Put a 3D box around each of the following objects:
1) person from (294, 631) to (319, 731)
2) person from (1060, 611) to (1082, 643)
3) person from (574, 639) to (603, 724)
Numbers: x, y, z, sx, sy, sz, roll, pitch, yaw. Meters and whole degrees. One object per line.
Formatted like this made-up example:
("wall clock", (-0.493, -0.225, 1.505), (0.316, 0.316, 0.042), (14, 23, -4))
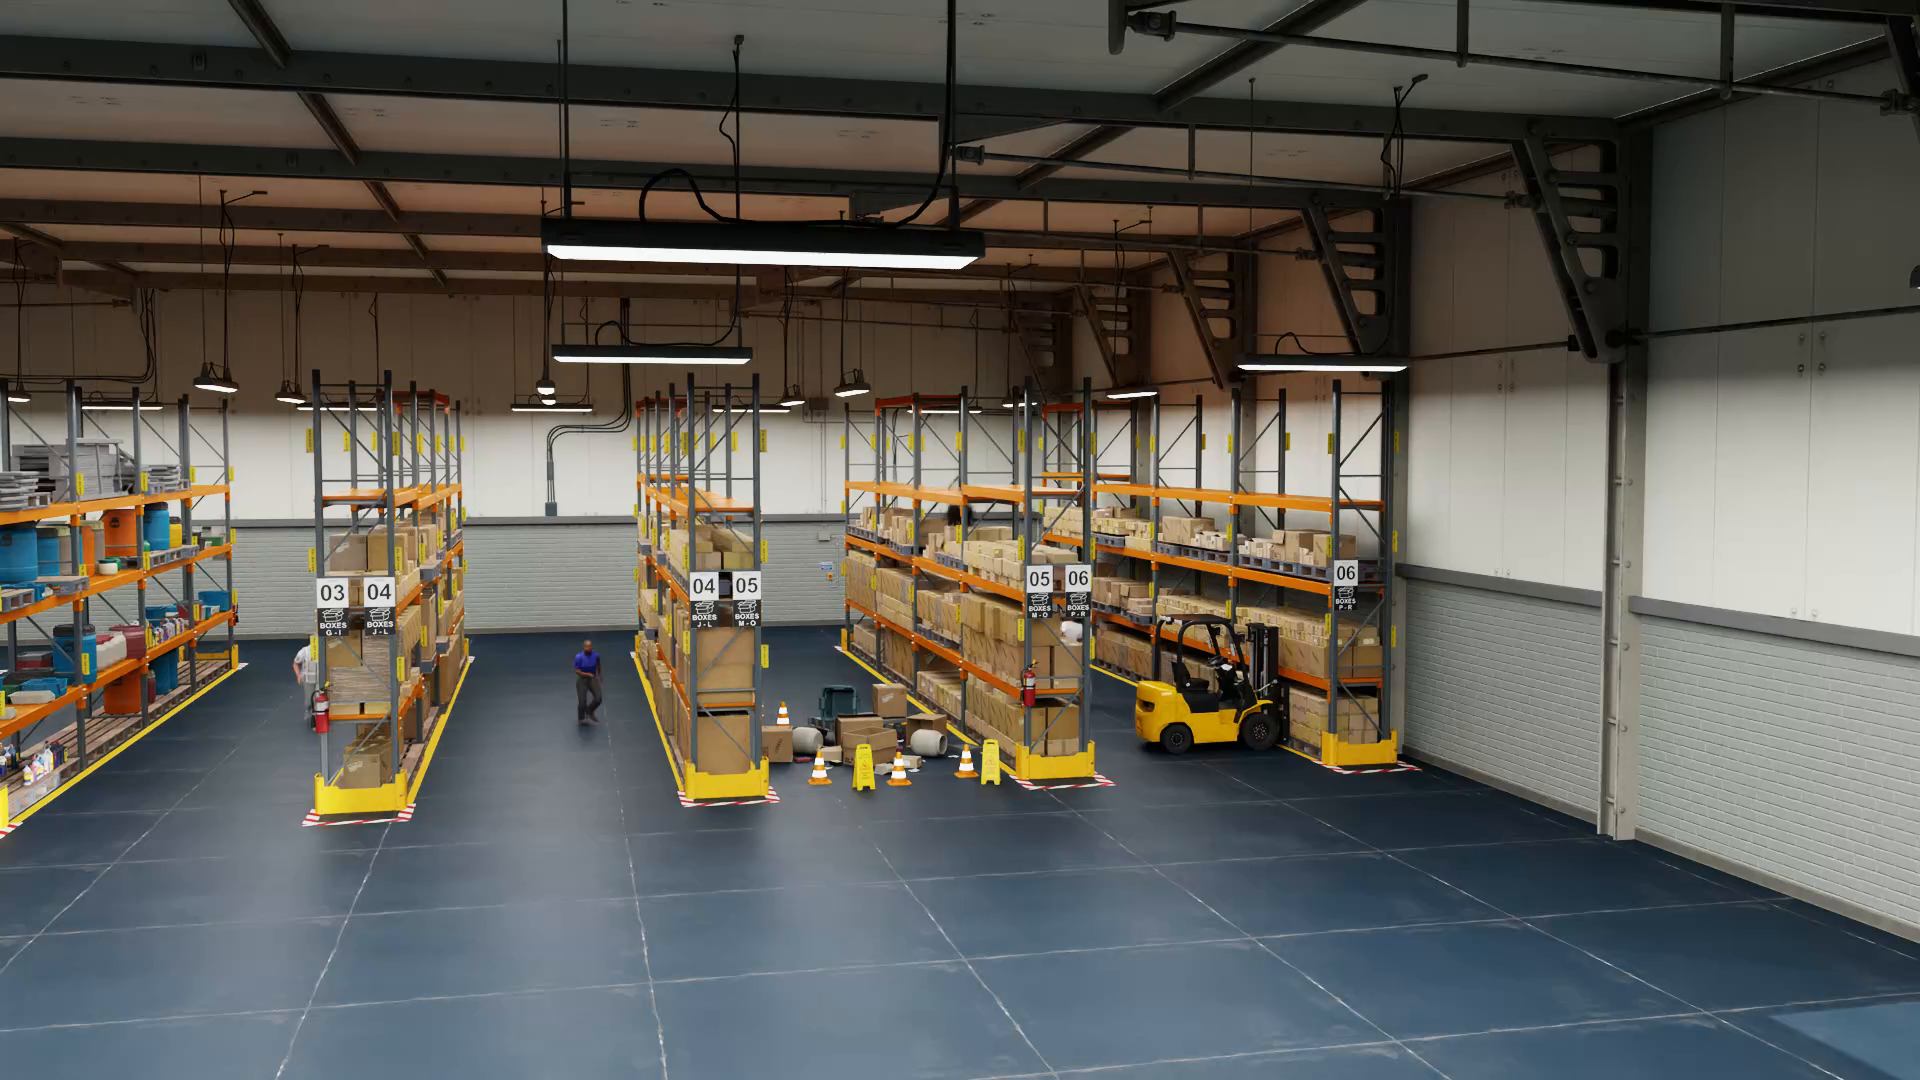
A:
("person", (-11.379, 2.461, 29.316), (0.677, 1.740, 0.636), (-2, 4, -27))
("person", (2.159, 2.231, 32.935), (0.711, 1.756, 0.926), (-2, 4, -27))
("person", (-6.591, 2.520, 29.525), (0.585, 1.548, 0.822), (-2, 4, -31))
